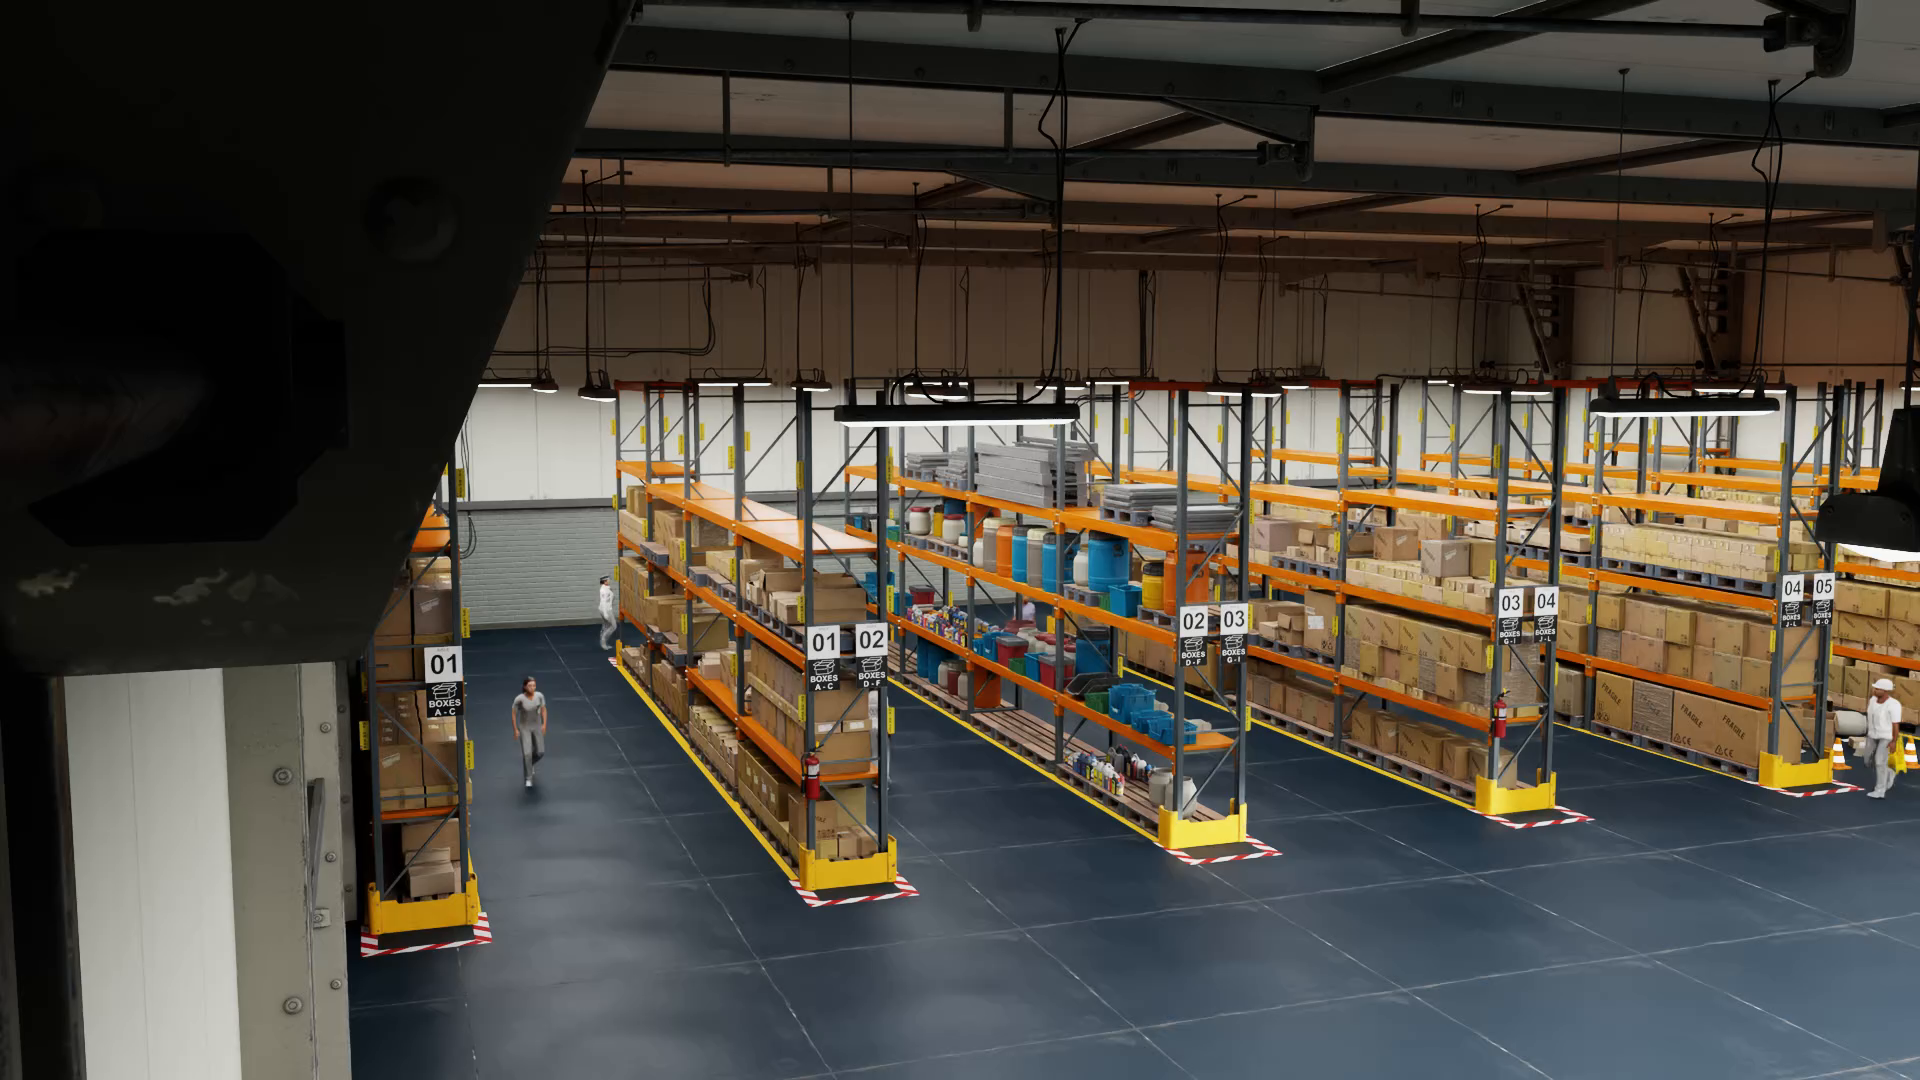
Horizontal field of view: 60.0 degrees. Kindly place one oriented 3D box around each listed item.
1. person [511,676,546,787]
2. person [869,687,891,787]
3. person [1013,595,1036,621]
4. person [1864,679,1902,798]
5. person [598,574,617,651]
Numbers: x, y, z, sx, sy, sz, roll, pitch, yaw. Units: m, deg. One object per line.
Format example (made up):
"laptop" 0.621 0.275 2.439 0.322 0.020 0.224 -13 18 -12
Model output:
"person" -6.540 2.863 25.172 0.523 1.651 0.639 -4 7 -33
"person" -1.266 2.862 24.943 0.475 1.683 0.519 -1 6 -6
"person" 1.295 1.777 33.693 0.518 1.524 1.043 -2 6 -20
"person" 13.534 2.880 24.317 0.659 1.755 0.573 -2 6 -18
"person" -7.824 1.592 36.853 0.391 1.688 0.509 -2 6 -16
